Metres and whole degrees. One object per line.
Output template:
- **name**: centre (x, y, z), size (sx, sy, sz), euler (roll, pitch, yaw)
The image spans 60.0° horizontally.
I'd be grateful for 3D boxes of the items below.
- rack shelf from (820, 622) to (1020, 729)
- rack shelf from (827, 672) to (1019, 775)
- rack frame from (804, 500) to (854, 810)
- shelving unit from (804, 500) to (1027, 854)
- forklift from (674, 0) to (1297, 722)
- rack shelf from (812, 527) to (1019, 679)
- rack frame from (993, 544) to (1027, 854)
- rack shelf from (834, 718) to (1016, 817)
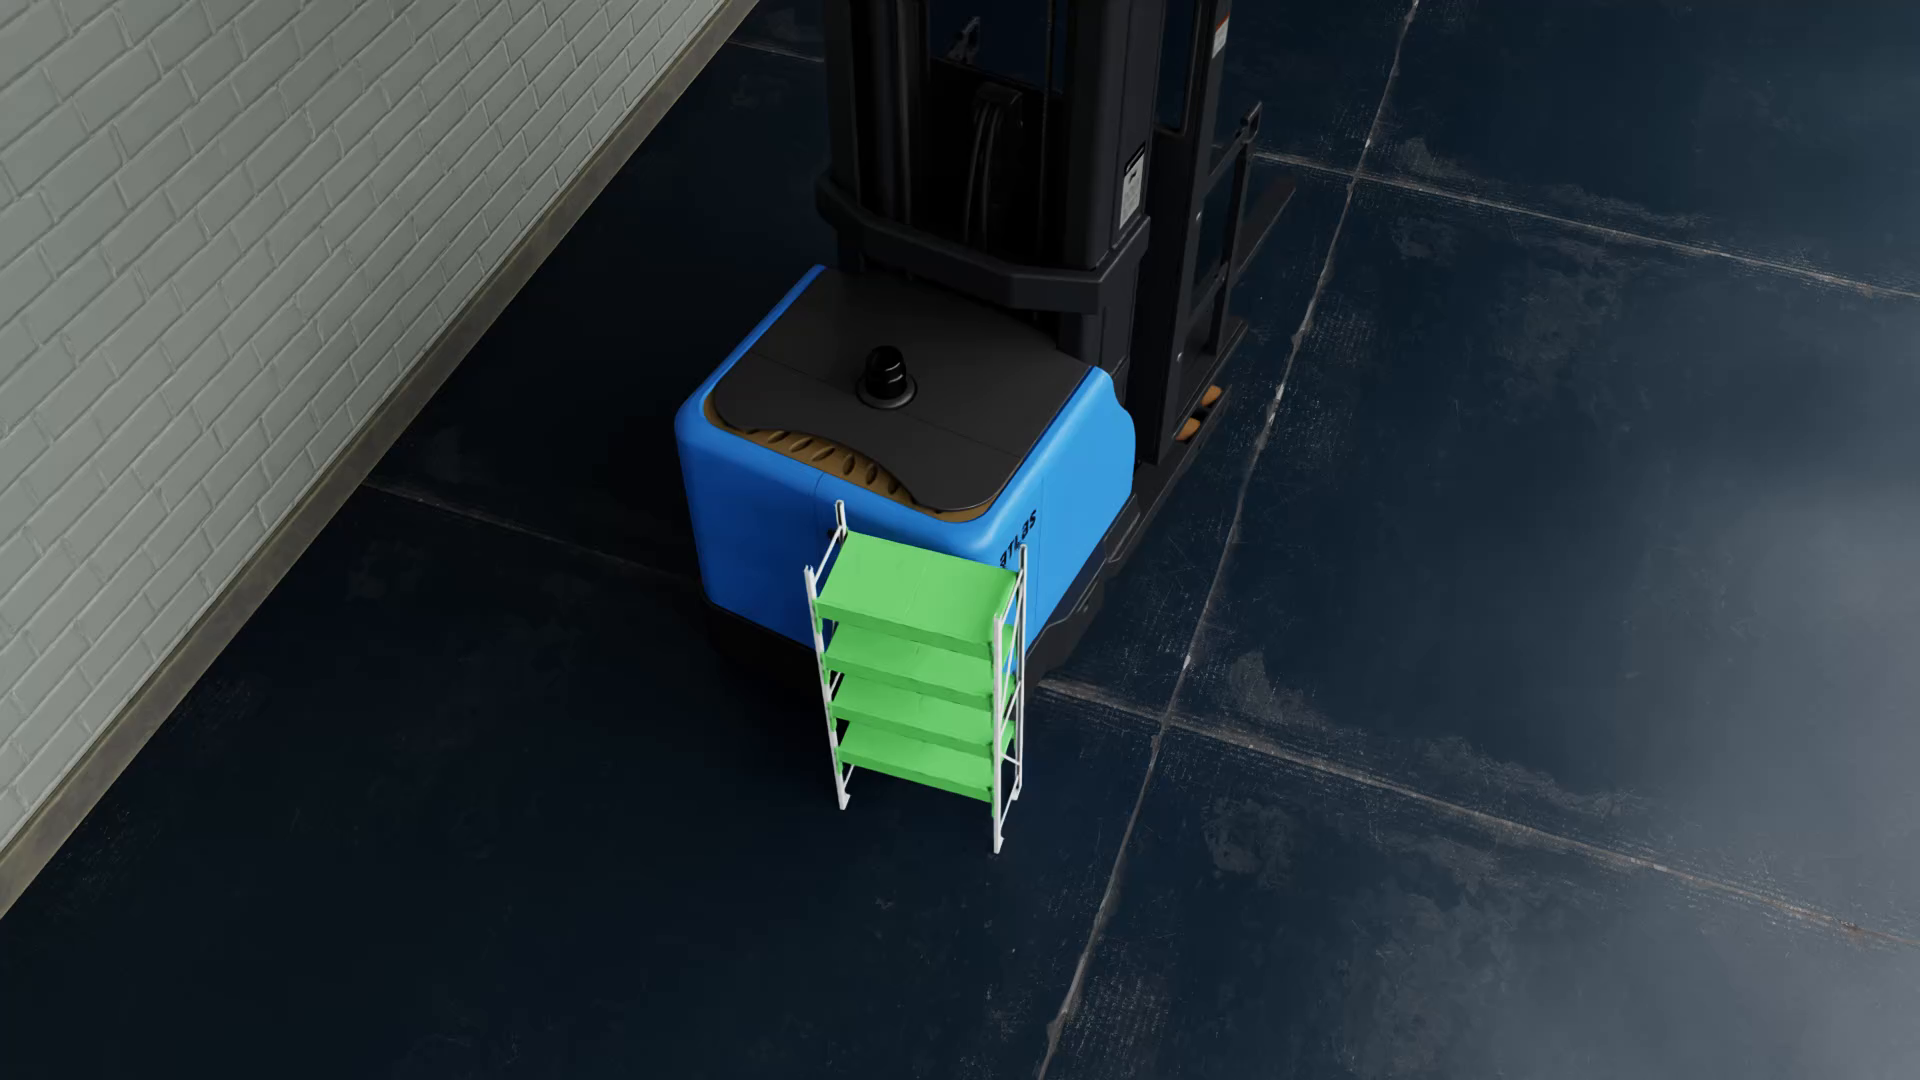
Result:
- **rack shelf**: centre (-0.101, 0.306, 4.449), size (0.480, 0.148, 0.258), euler (14, 54, 12)
- **rack shelf**: centre (-0.097, 0.454, 4.638), size (0.480, 0.148, 0.258), euler (14, 54, 12)
- **rack frame**: centre (-0.331, 0.358, 4.637), size (0.015, 1.200, 0.240), euler (14, 54, 12)
- **shelving unit**: centre (-0.098, 0.415, 4.588), size (0.503, 1.200, 0.258), euler (14, 54, 12)
- **forklift**: centre (0.335, -1.395, 5.020), size (1.130, 2.935, 3.031), euler (23, 53, 19)
- **rack shelf**: centre (-0.106, 0.159, 4.260), size (0.480, 0.148, 0.258), euler (14, 54, 12)
- **rack frame**: centre (0.134, 0.471, 4.538), size (0.015, 1.200, 0.240), euler (14, 54, 12)
- **rack shelf**: centre (-0.093, 0.602, 4.827), size (0.480, 0.148, 0.258), euler (14, 54, 12)
